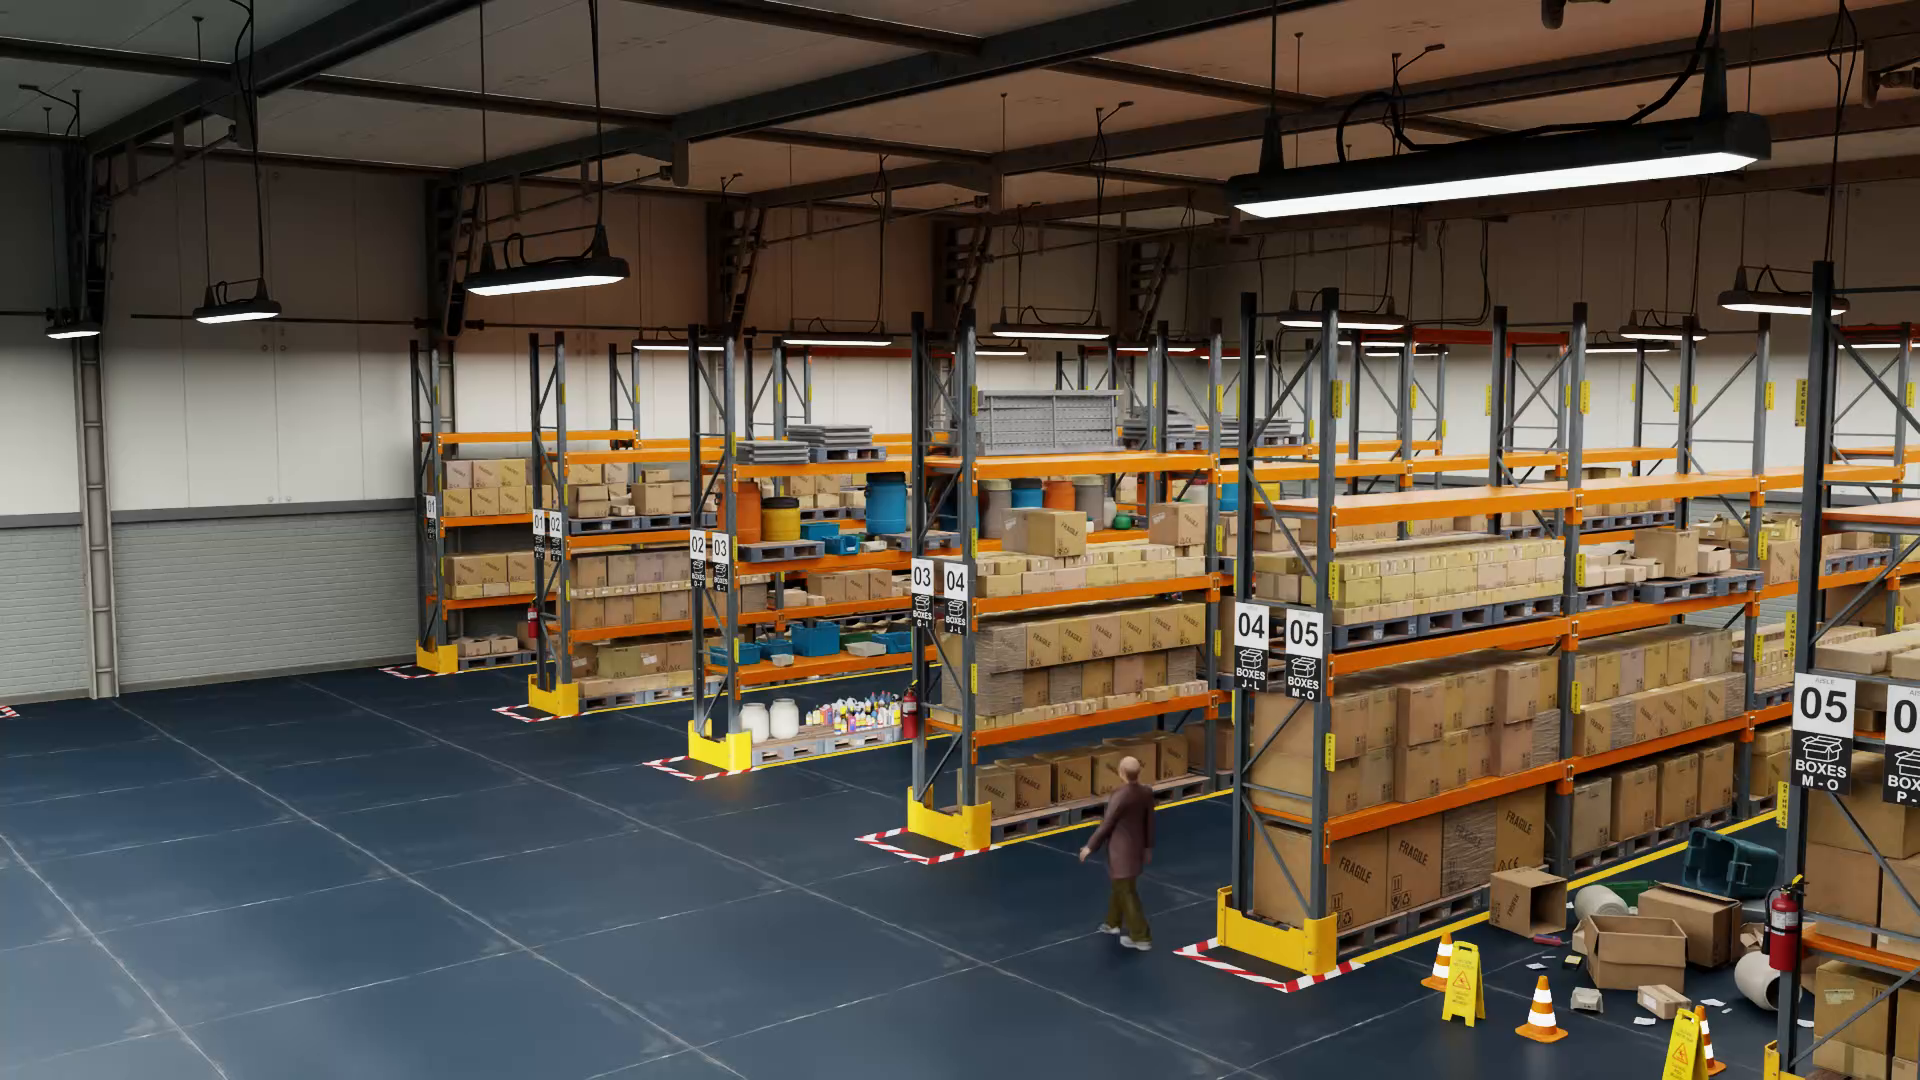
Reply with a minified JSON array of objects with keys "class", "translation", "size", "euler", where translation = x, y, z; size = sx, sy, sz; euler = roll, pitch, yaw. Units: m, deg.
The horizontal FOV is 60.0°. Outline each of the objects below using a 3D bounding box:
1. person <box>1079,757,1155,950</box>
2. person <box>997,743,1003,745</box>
[{"class":"person","translation":[1.466,2.877,15.345],"size":[0.689,1.797,0.838],"euler":[-5,7,-44]},{"class":"person","translation":[0.421,2.078,23.886],"size":[0.564,1.747,0.512],"euler":[0,5,-1]}]
